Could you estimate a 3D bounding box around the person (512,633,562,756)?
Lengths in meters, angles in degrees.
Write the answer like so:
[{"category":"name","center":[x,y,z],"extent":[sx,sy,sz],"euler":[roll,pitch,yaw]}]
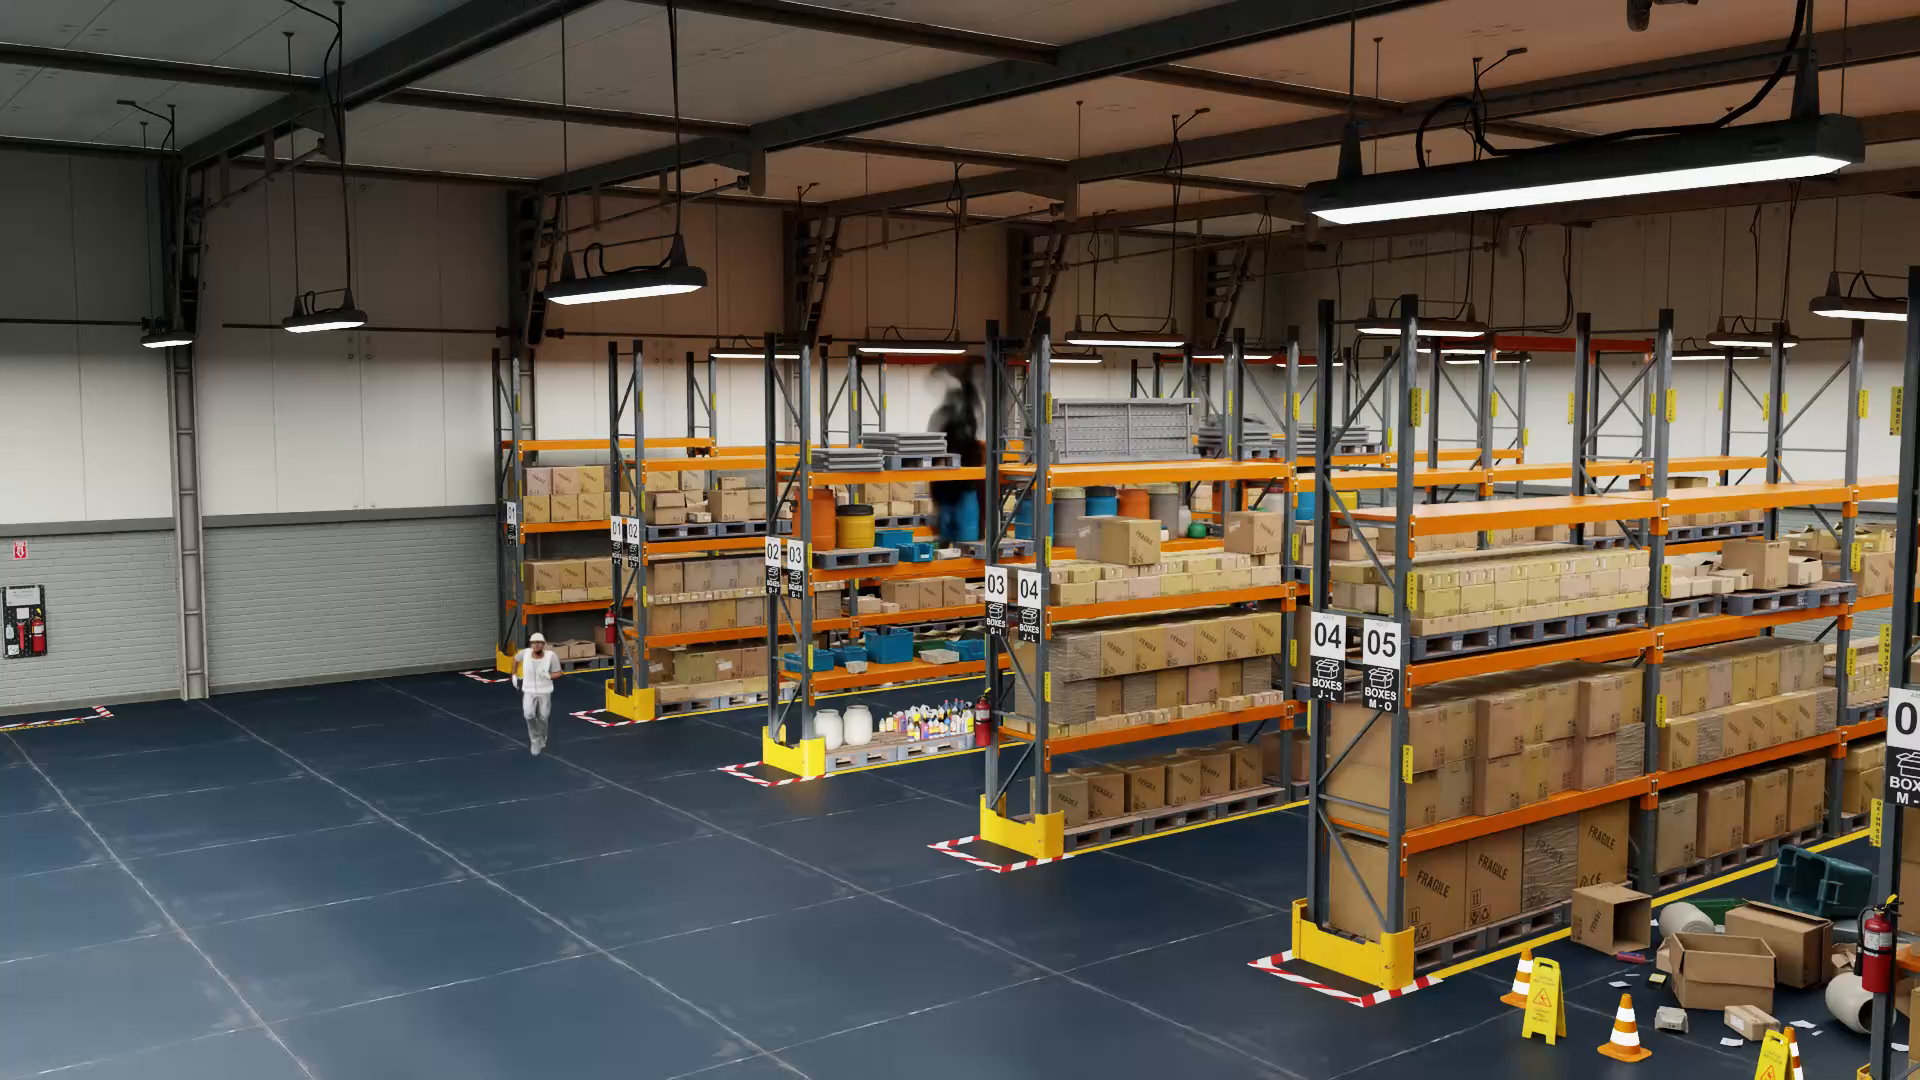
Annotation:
[{"category":"person","center":[-6.047,2.191,23.761],"extent":[0.718,1.763,0.822],"euler":[-1,5,-7]}]
